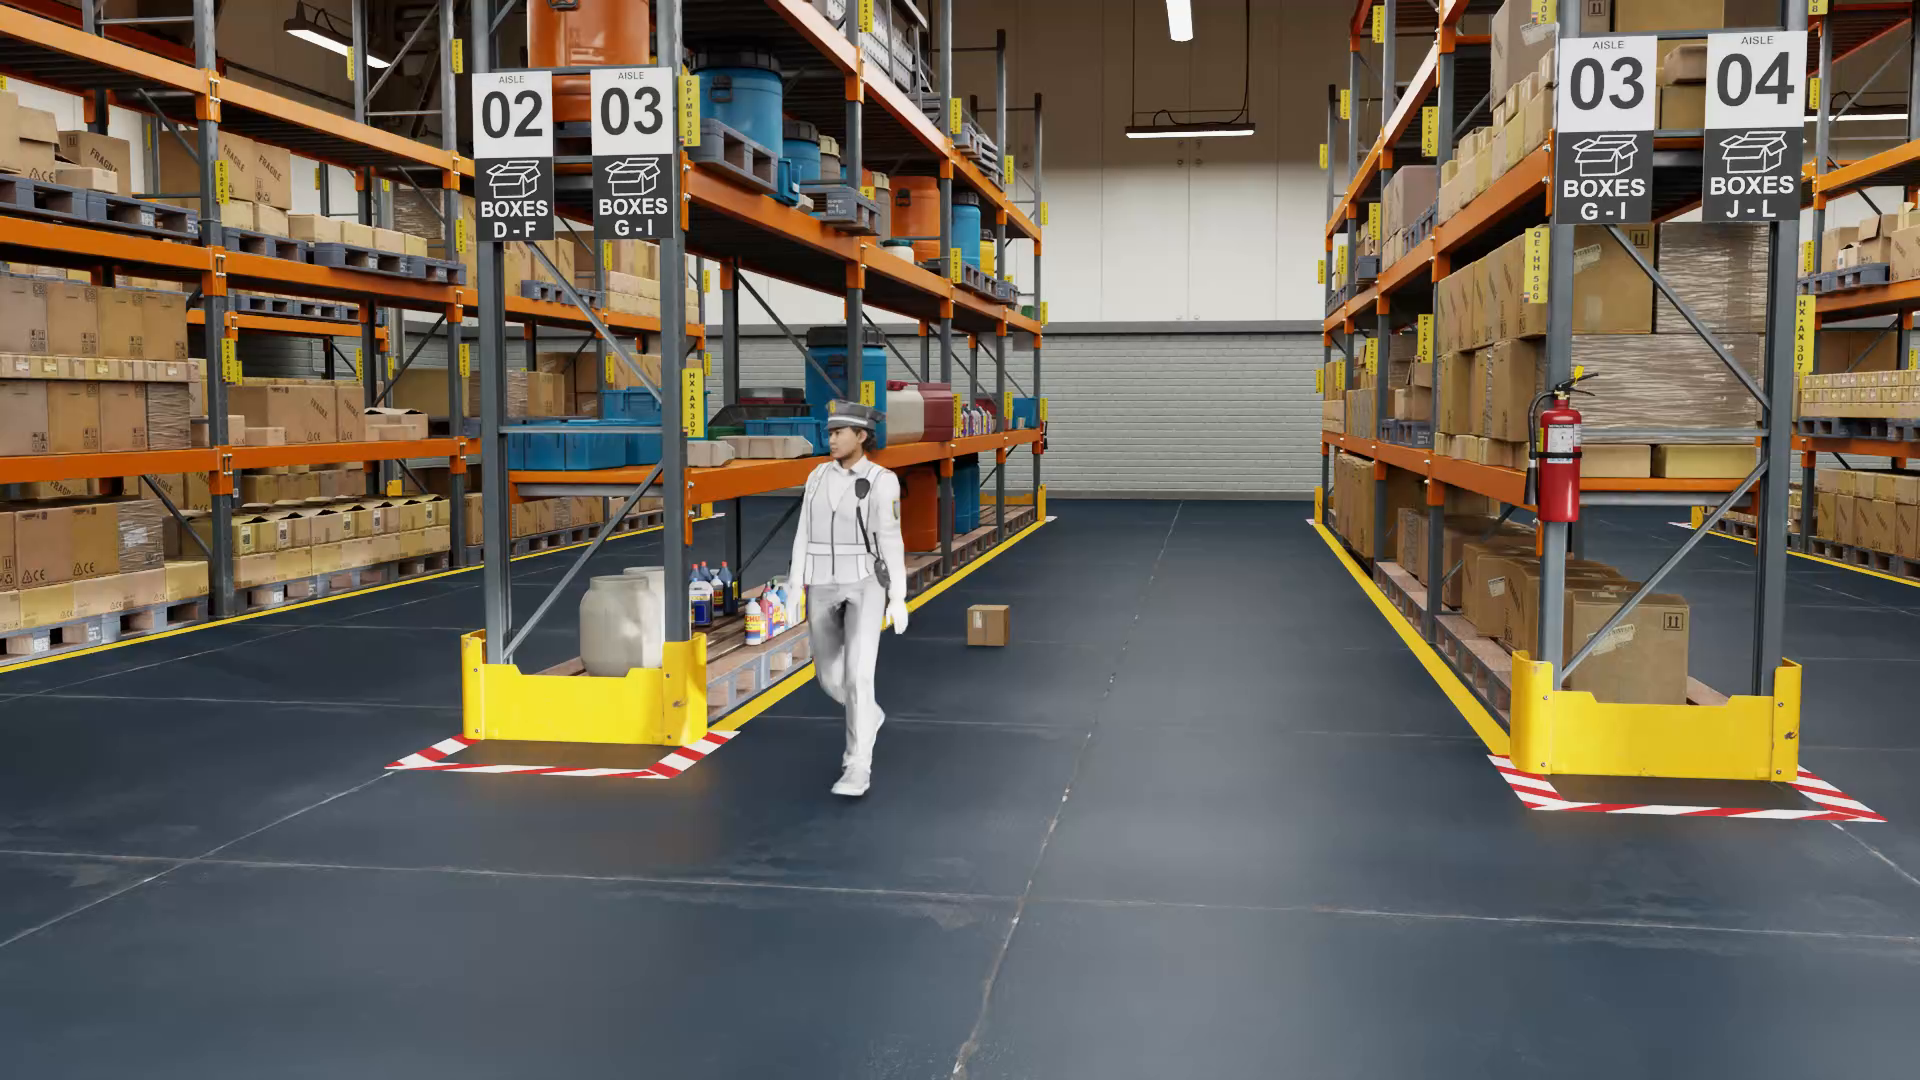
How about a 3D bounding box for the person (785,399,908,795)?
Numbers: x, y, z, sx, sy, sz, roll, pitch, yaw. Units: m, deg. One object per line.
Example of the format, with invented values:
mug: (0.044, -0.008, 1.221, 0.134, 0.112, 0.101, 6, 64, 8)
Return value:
person: (-0.488, 0.206, 7.189, 0.510, 1.630, 0.940, 2, 5, 20)
